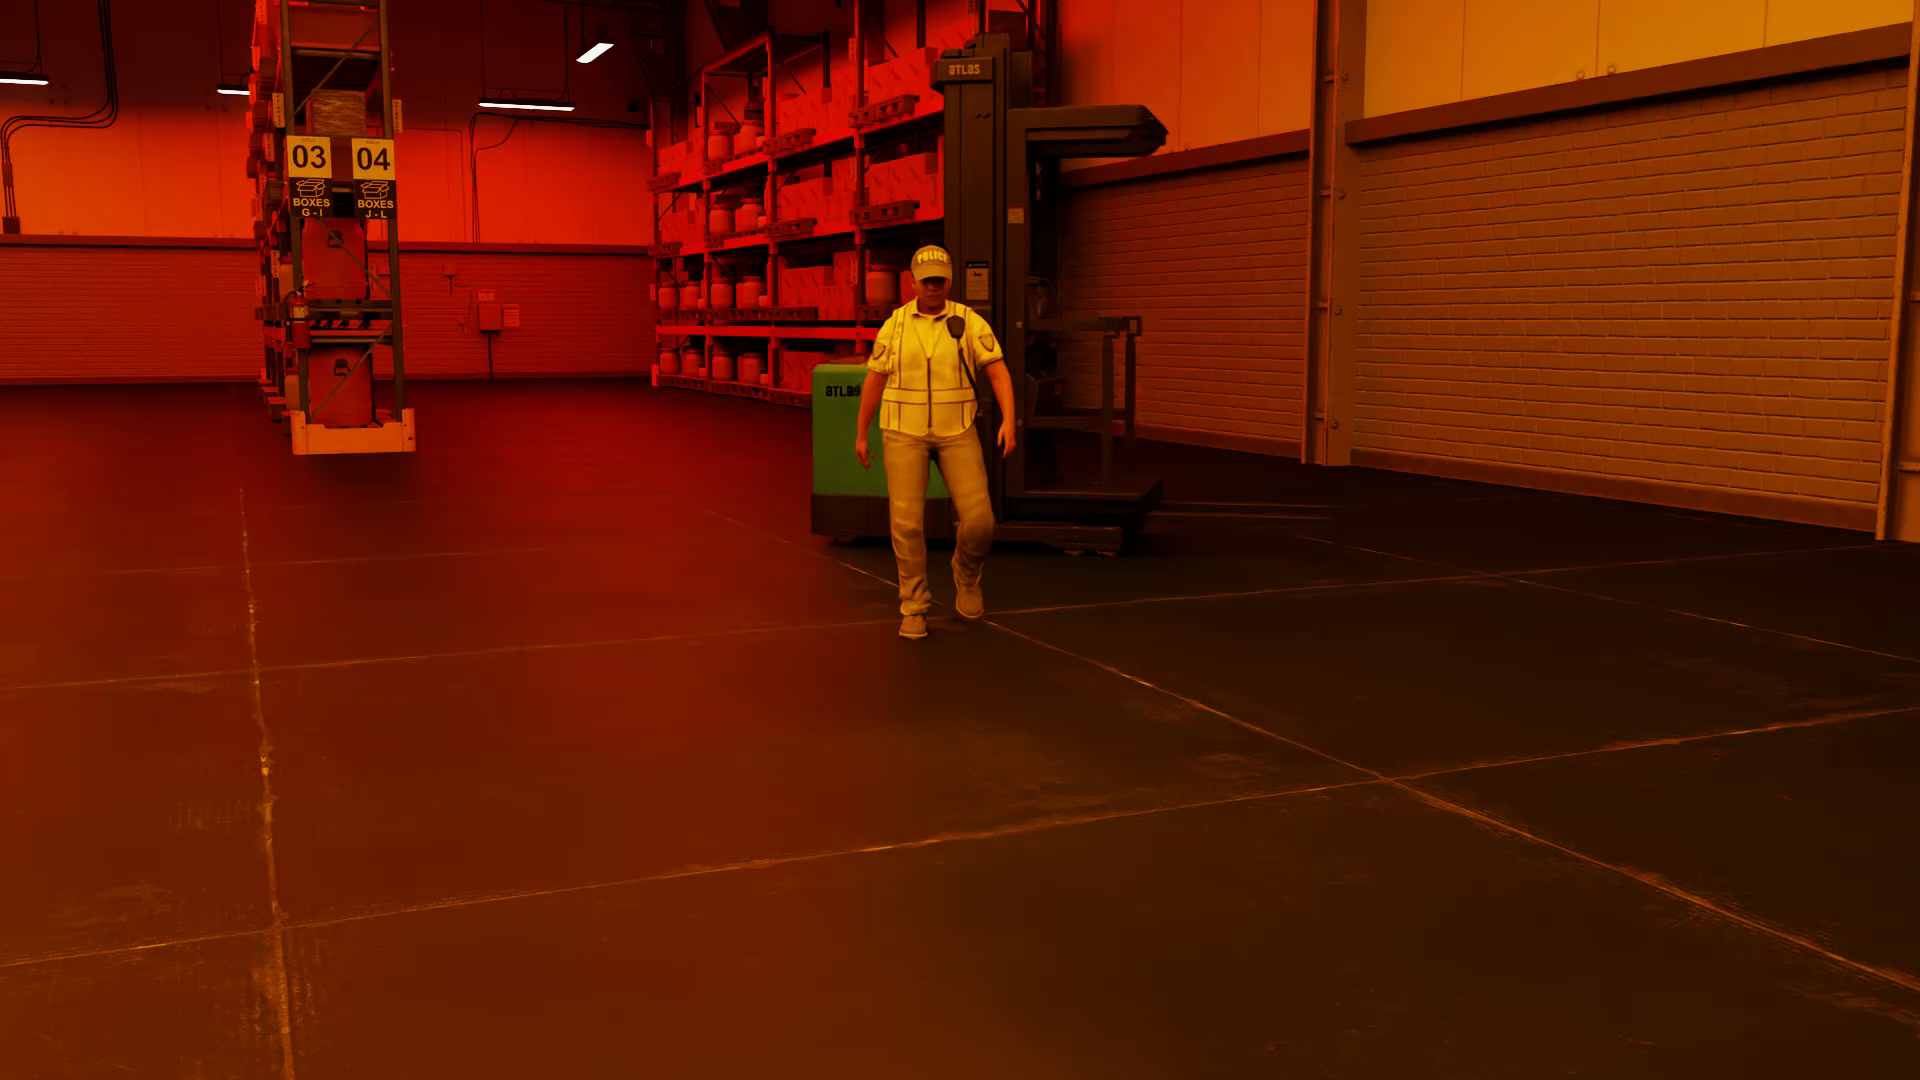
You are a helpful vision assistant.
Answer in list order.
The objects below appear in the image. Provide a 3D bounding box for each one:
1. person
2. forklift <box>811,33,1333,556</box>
[{"bbox_3d":[-0.111,-0.425,7.115,0.689,1.647,0.511,0,8,-1],"label":"person"},{"bbox_3d":[0.685,-1.436,9.831,3.031,2.935,1.130,2,8,13],"label":"forklift"}]
